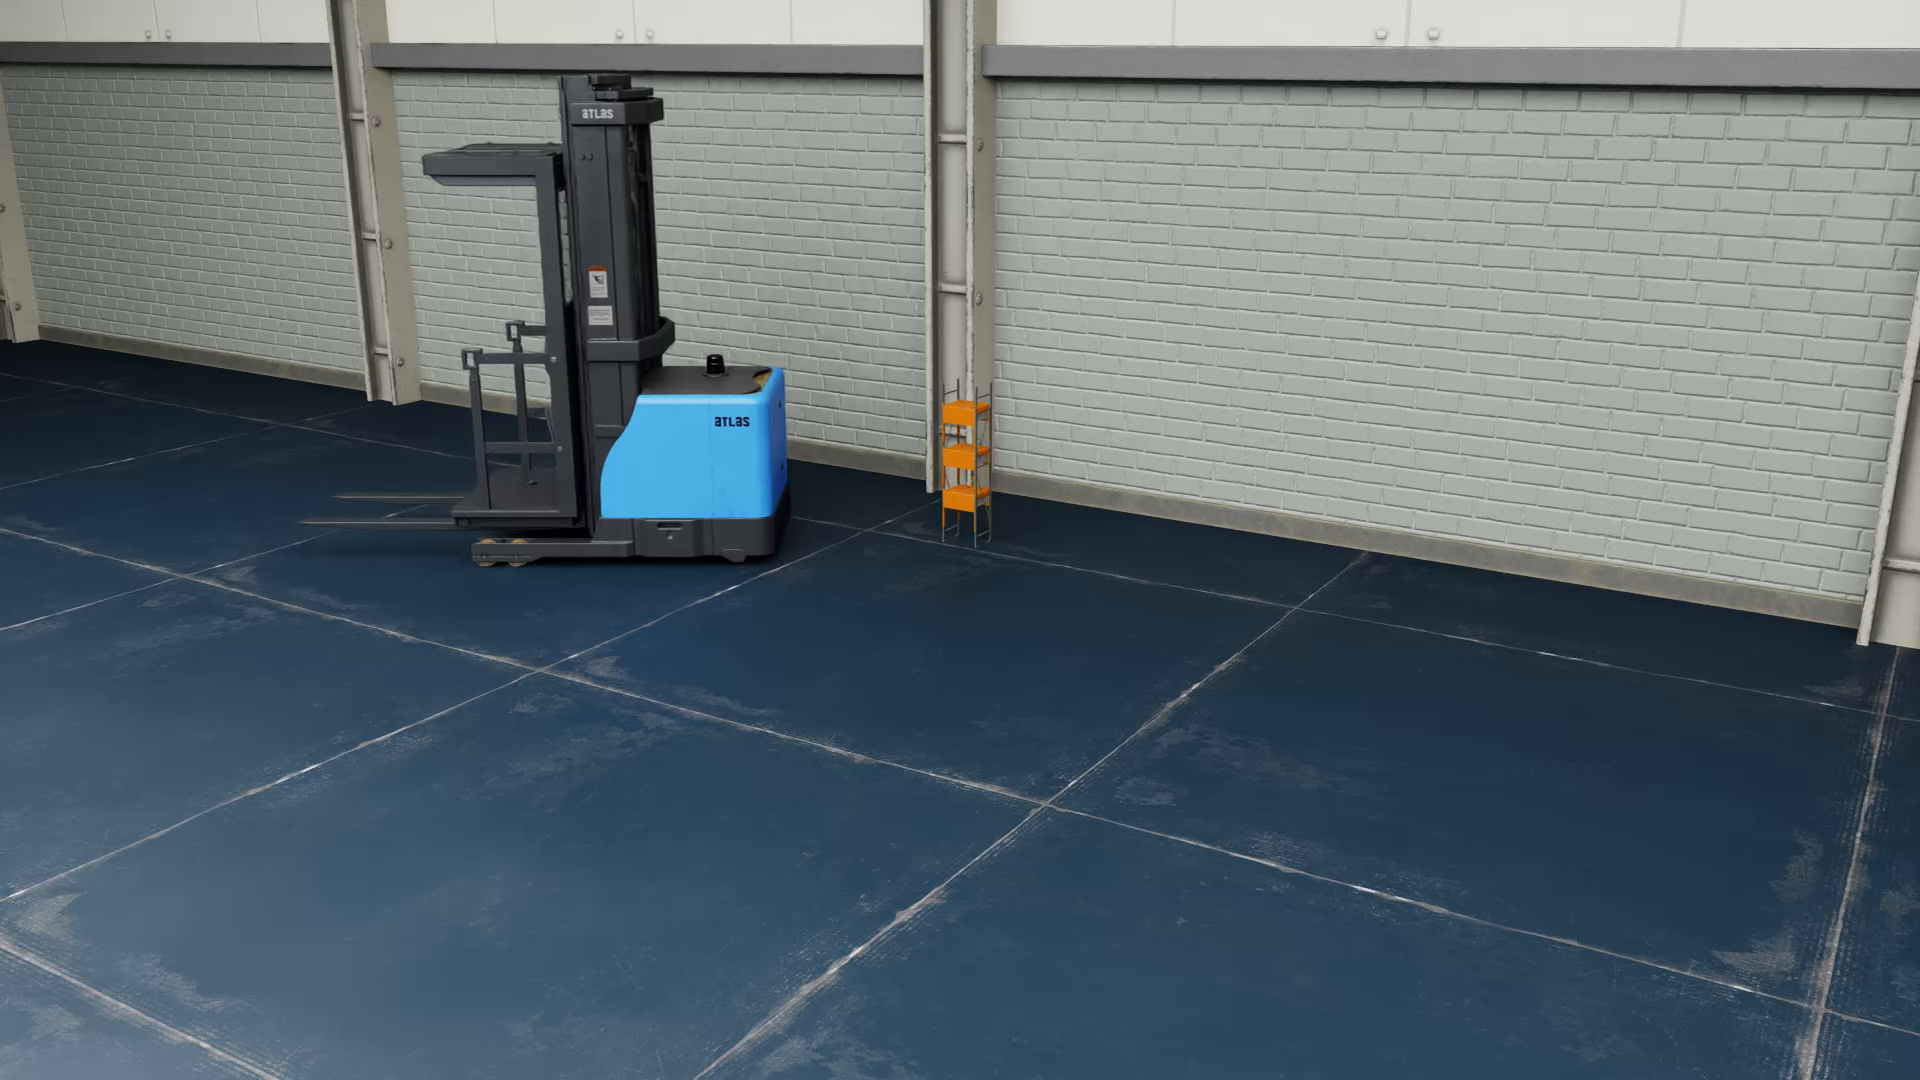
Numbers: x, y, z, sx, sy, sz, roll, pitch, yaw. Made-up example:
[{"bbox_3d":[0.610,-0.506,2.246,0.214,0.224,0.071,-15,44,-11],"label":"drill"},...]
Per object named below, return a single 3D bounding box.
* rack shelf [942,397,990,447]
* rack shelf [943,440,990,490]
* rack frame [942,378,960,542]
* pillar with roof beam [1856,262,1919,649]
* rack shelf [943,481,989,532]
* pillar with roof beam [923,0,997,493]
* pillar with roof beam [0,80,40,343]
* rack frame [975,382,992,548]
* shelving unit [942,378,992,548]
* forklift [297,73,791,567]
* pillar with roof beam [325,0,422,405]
[{"bbox_3d":[0.046,-0.756,10.622,0.240,0.259,0.215,10,20,30],"label":"rack shelf"},{"bbox_3d":[0.046,-0.484,10.705,0.240,0.259,0.215,10,20,30],"label":"rack shelf"},{"bbox_3d":[-0.058,-0.513,10.763,0.008,1.050,0.200,10,20,30],"label":"rack frame"},{"bbox_3d":[2.860,-2.683,4.232,0.400,9.000,9.100,10,20,30],"label":"pillar with roof beam"},{"bbox_3d":[0.046,-0.218,10.786,0.240,0.259,0.215,10,20,30],"label":"rack shelf"},{"bbox_3d":[-2.253,-3.596,7.237,0.400,9.000,9.100,10,20,30],"label":"pillar with roof beam"},{"bbox_3d":[-12.478,-5.421,13.246,0.400,9.000,9.100,10,20,30],"label":"pillar with roof beam"},{"bbox_3d":[0.150,-0.476,10.641,0.008,1.050,0.200,10,20,30],"label":"rack frame"},{"bbox_3d":[0.046,-0.494,10.702,0.252,1.050,0.215,10,20,30],"label":"shelving unit"},{"bbox_3d":[-2.660,-1.391,10.419,3.031,2.935,1.130,0,17,0],"label":"forklift"},{"bbox_3d":[-7.366,-4.509,10.241,0.400,9.000,9.100,10,20,30],"label":"pillar with roof beam"}]
